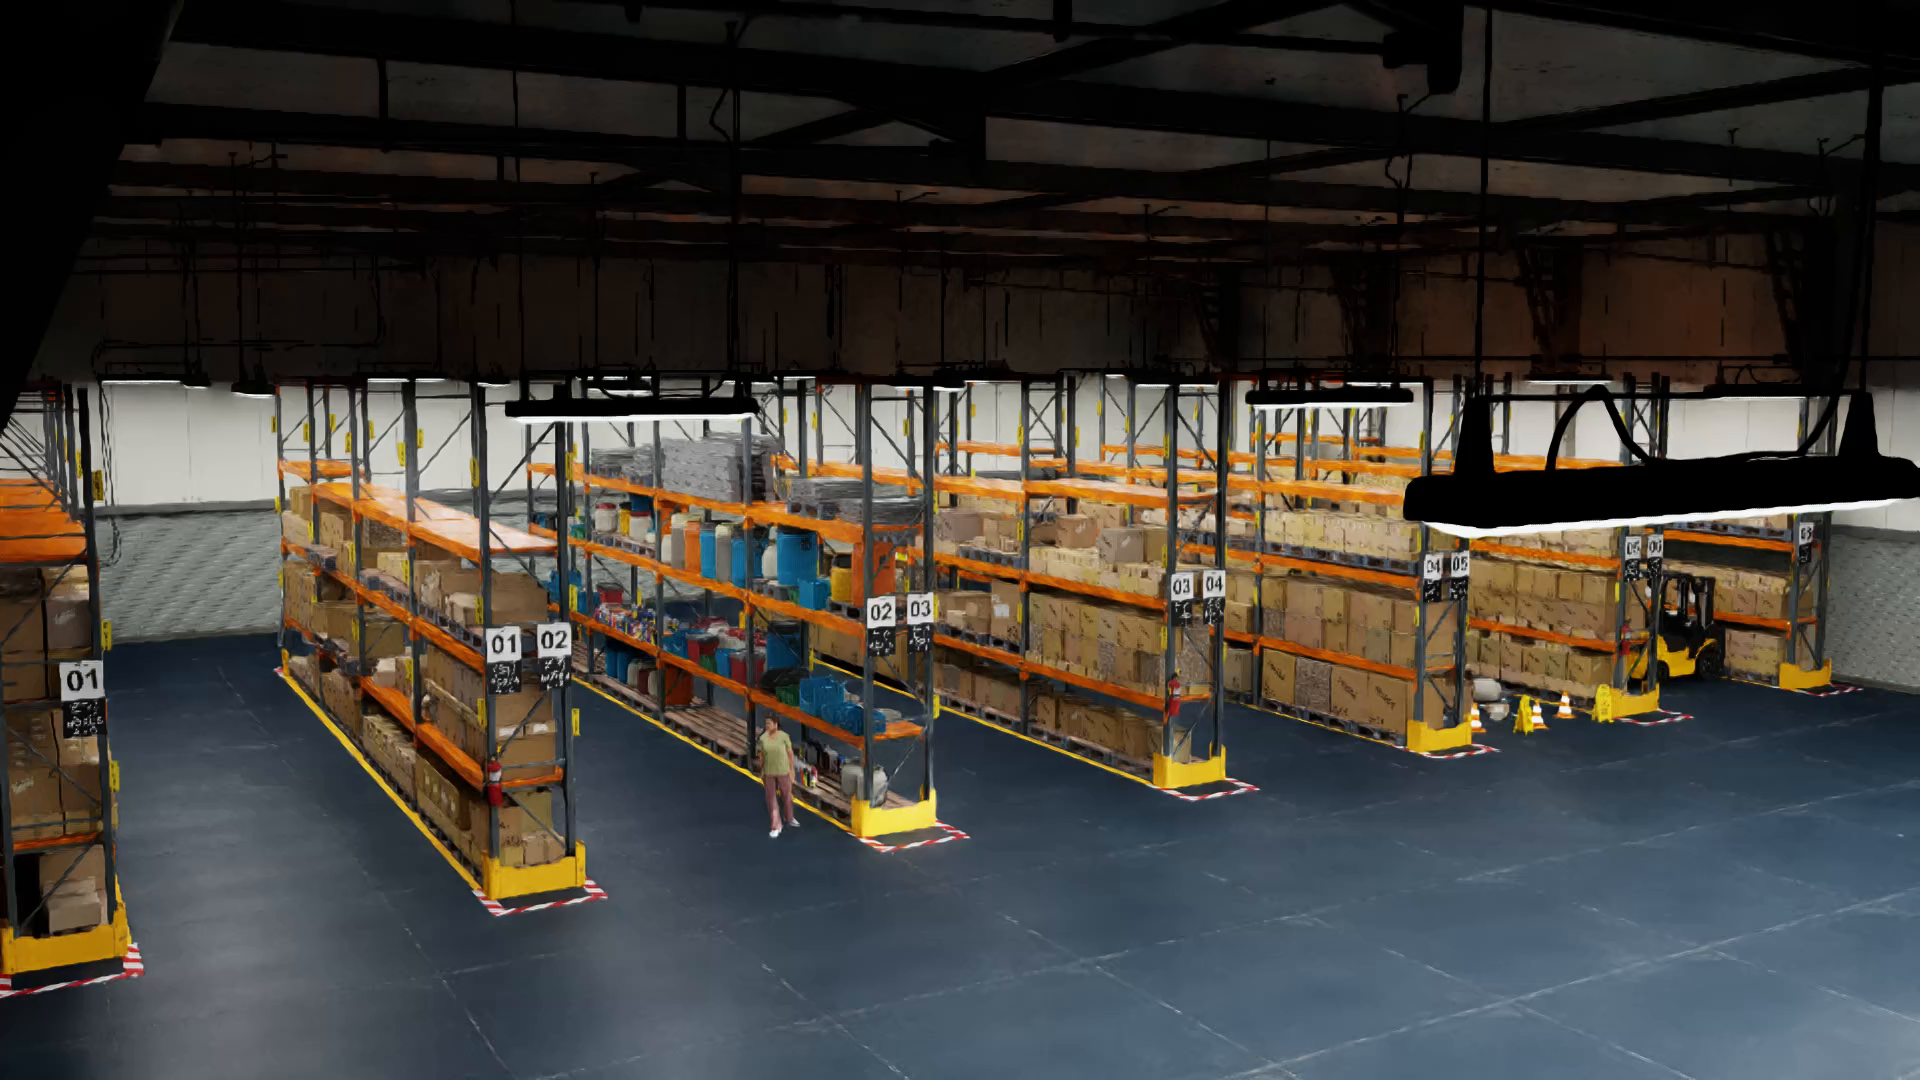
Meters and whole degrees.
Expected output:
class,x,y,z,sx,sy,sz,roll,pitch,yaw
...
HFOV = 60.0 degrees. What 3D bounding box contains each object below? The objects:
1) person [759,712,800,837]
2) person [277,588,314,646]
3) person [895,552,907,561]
class,x,y,z,sx,sy,sz,roll,pitch,yaw
person,-2.414,3.090,22.158,0.514,1.659,0.535,1,6,6
person,-14.649,1.530,36.508,0.812,1.609,0.617,5,8,41
person,-1.556,0.669,44.072,0.618,1.719,0.972,-1,6,-8
